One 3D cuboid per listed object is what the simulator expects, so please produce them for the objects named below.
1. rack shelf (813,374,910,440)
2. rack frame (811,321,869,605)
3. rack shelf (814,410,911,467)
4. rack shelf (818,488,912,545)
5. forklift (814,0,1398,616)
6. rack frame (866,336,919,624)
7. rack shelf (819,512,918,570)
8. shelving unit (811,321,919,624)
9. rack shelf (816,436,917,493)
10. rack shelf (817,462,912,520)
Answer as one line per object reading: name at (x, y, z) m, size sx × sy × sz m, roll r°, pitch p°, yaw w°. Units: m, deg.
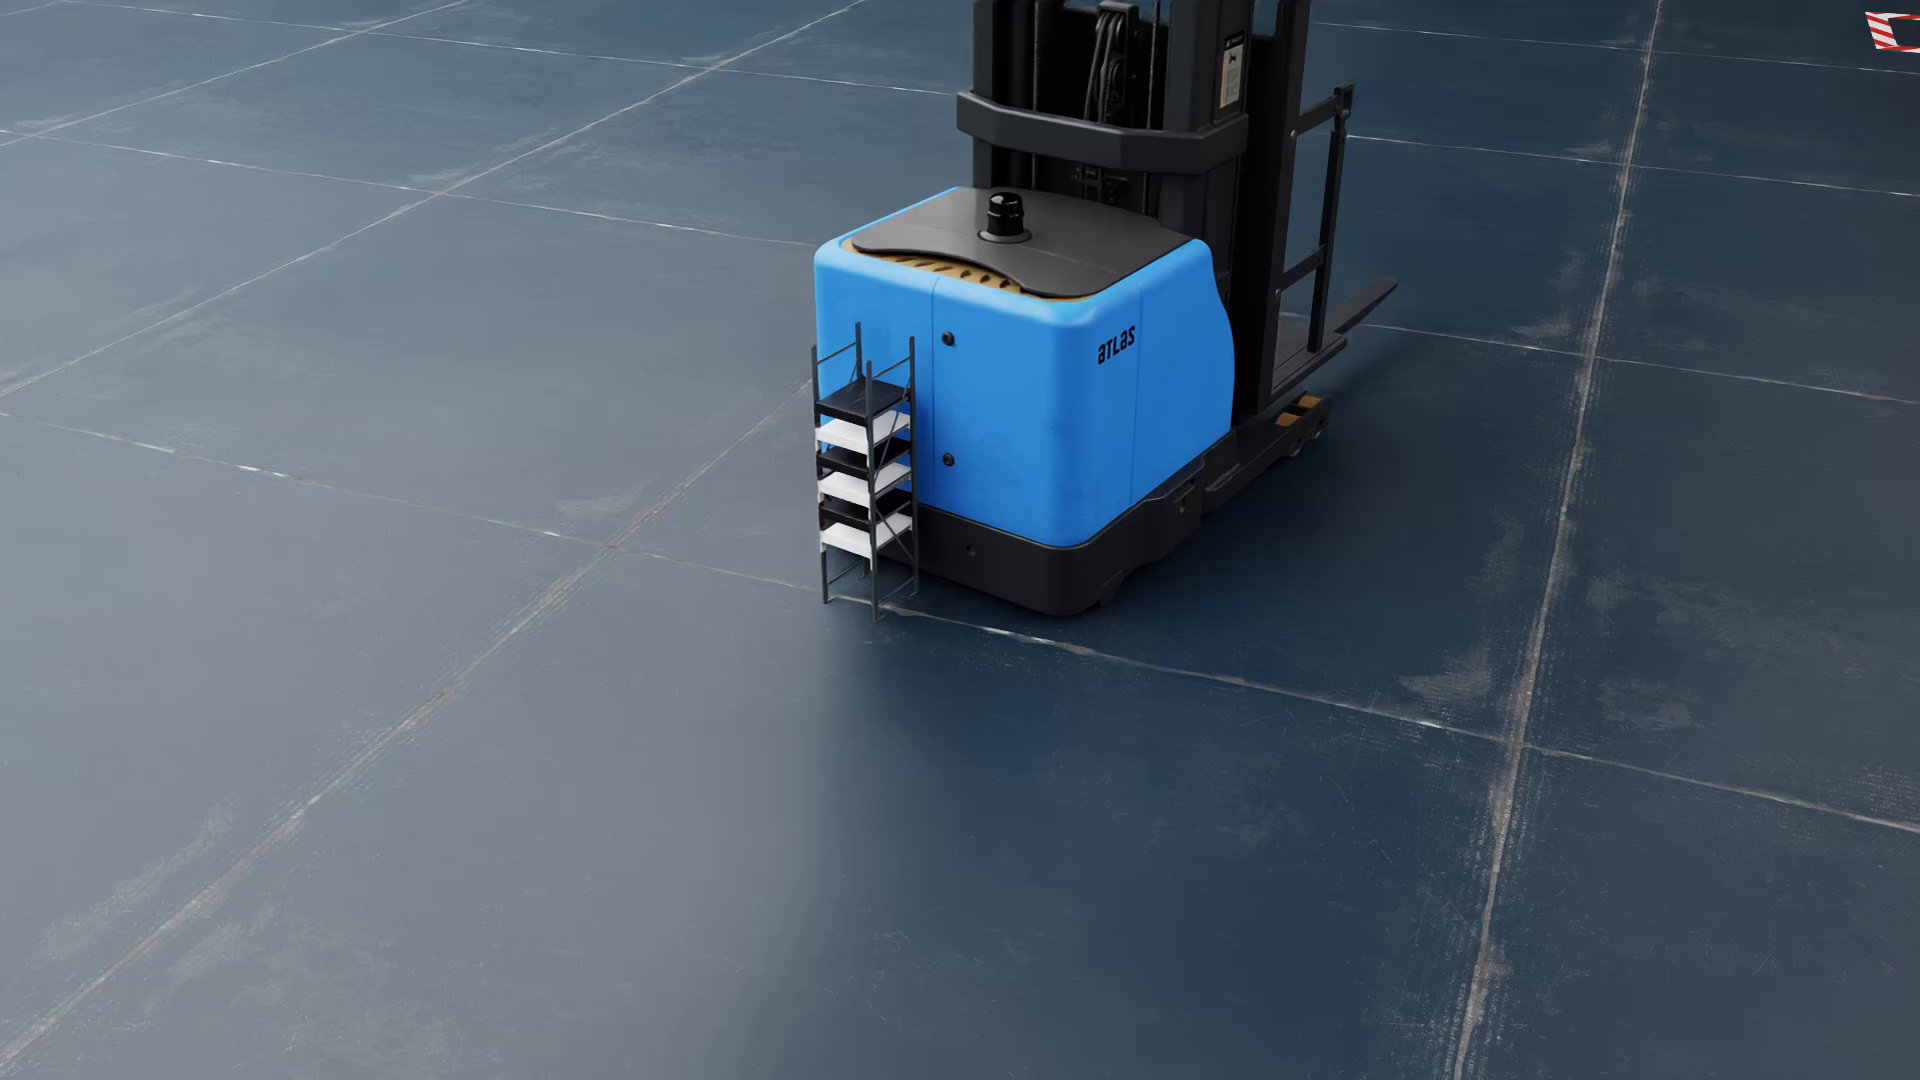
rack shelf at (-0.290, -0.409, 5.078) m, size 0.200 × 0.077 × 0.258 m, roll 18°, pitch 34°, yaw 29°
rack frame at (-0.374, -0.231, 5.243) m, size 0.006 × 0.900 × 0.240 m, roll 18°, pitch 34°, yaw 29°
rack shelf at (-0.290, -0.330, 5.122) m, size 0.200 × 0.077 × 0.258 m, roll 18°, pitch 34°, yaw 29°
rack shelf at (-0.290, -0.095, 5.255) m, size 0.200 × 0.077 × 0.258 m, roll 18°, pitch 34°, yaw 29°
forklift at (0.784, -1.713, 5.802) m, size 1.130 × 2.935 × 3.031 m, roll 19°, pitch 35°, yaw 30°
rack frame at (-0.206, -0.175, 5.145) m, size 0.006 × 0.900 × 0.240 m, roll 18°, pitch 34°, yaw 29°
rack shelf at (-0.290, -0.017, 5.299) m, size 0.200 × 0.077 × 0.258 m, roll 18°, pitch 34°, yaw 29°
shelving unit at (-0.290, -0.203, 5.194) m, size 0.210 × 0.900 × 0.258 m, roll 18°, pitch 34°, yaw 29°
rack shelf at (-0.290, -0.252, 5.166) m, size 0.200 × 0.077 × 0.258 m, roll 18°, pitch 34°, yaw 29°
rack shelf at (-0.290, -0.174, 5.210) m, size 0.200 × 0.077 × 0.258 m, roll 18°, pitch 34°, yaw 29°
